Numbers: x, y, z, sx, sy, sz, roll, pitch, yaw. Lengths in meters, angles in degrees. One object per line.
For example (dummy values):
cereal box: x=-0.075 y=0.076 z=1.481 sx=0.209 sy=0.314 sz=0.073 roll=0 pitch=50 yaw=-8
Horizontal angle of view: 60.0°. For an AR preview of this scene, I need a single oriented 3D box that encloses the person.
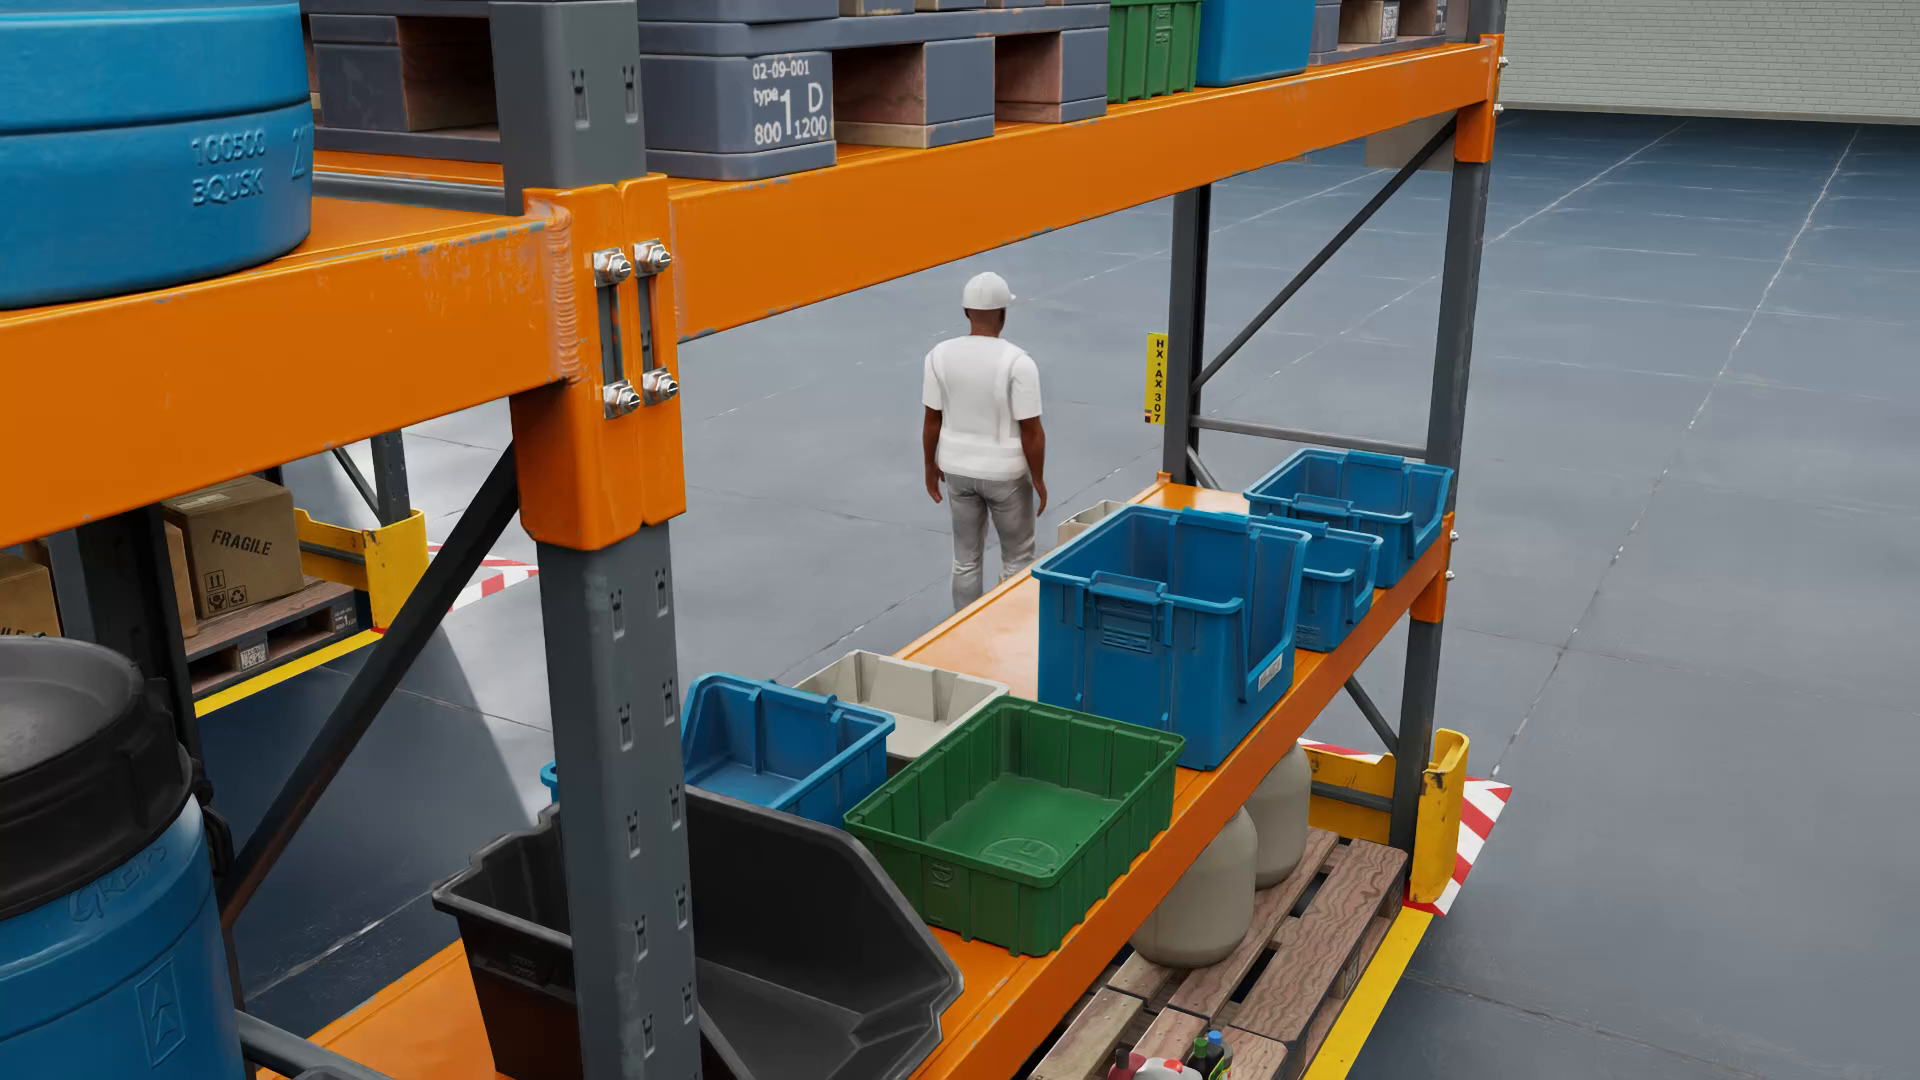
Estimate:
person: x=0.128 y=-0.312 z=7.418 sx=0.588 sy=1.775 sz=0.407 roll=9 pitch=21 yaw=23
